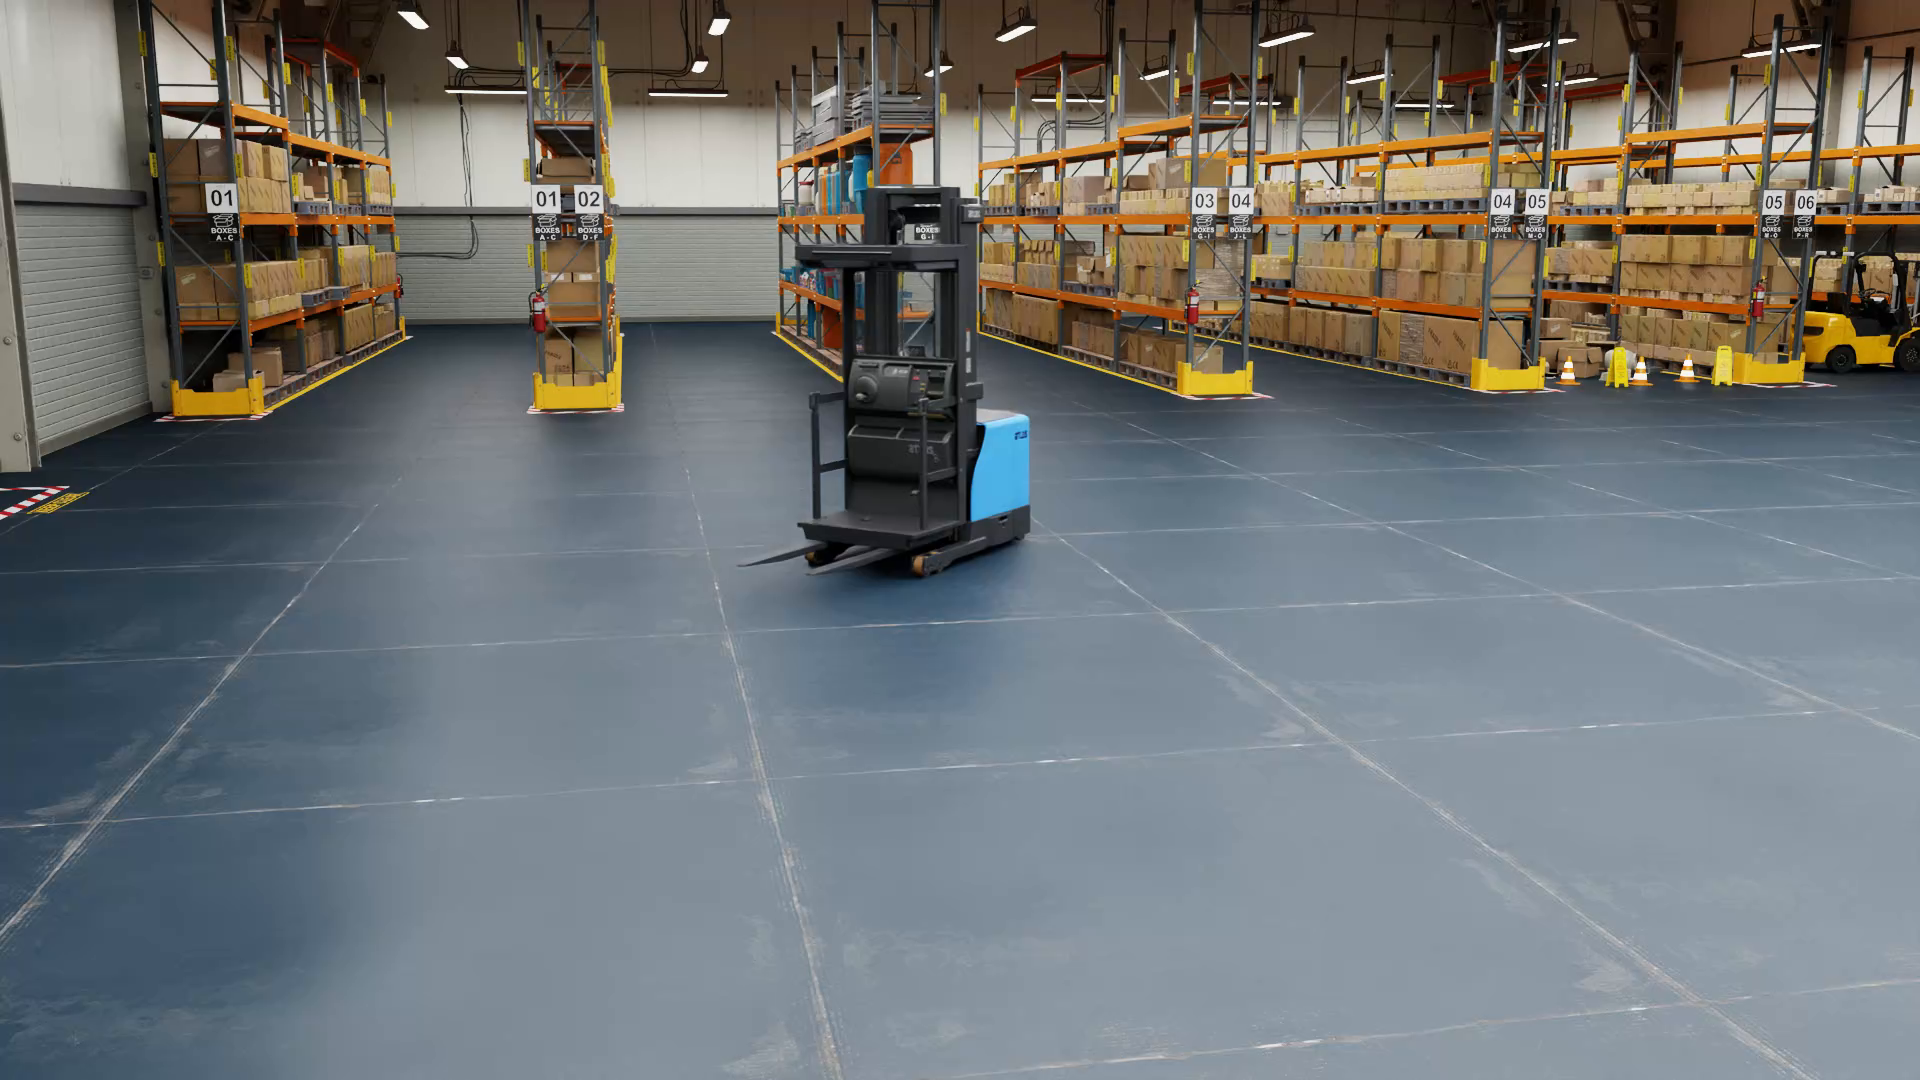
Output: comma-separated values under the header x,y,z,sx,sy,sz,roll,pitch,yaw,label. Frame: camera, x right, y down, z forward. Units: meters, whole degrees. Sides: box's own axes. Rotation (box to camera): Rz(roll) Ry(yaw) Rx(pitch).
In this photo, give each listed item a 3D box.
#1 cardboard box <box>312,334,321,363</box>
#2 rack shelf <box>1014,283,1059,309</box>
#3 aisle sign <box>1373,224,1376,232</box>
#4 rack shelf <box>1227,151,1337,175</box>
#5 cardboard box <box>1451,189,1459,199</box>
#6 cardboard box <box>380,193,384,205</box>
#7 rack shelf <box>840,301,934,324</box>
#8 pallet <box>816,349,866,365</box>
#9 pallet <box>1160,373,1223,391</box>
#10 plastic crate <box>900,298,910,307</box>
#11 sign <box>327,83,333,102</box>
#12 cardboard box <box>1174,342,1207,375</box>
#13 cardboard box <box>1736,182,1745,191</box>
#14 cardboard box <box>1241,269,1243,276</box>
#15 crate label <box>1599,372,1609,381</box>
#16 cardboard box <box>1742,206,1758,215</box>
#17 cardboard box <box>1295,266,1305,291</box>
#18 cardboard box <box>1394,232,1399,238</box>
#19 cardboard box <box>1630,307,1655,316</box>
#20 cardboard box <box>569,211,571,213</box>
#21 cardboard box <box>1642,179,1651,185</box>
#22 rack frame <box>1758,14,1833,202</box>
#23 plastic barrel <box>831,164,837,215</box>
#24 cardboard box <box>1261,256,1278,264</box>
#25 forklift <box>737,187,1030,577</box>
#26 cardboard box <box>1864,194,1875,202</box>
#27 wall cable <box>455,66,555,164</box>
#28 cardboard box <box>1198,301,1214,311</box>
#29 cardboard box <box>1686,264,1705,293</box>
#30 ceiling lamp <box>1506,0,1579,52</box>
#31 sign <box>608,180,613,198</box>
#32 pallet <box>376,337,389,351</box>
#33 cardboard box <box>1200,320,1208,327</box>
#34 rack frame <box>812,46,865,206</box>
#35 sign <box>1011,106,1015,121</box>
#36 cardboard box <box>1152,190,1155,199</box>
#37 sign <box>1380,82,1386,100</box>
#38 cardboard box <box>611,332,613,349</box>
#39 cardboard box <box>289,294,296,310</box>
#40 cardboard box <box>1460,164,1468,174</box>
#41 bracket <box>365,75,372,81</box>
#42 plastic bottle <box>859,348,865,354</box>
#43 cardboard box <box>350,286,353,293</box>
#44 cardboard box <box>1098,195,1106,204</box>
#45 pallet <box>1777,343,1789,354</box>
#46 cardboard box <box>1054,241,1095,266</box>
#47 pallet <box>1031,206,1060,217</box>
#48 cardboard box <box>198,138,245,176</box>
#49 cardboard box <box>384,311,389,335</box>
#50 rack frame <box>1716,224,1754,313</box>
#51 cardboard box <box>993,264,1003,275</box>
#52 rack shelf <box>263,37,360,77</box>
x,y,z,sx,sy,sz,roll,pitch,yaw,label
-11.766,-3.390,29.495,0.700,0.500,0.500,-2,11,-11,cardboard box
2.120,-5.275,35.812,1.077,0.370,4.000,-2,11,-11,rack shelf
10.963,-8.391,43.305,0.394,0.787,0.004,-2,11,-11,aisle sign
7.005,-8.187,36.139,1.077,0.370,4.000,-2,11,-11,rack shelf
8.405,-5.750,27.643,0.380,0.149,0.250,-2,11,-10,cardboard box
-13.012,-7.528,36.715,0.500,0.250,0.500,-2,11,-13,cardboard box
-1.183,-3.628,27.157,1.077,0.370,4.000,-2,11,-11,rack shelf
-2.237,-3.568,32.378,1.003,0.211,1.213,-2,11,-11,pallet
3.926,-2.589,27.232,1.003,0.211,1.213,-2,11,-11,pallet
-1.008,-3.930,27.525,0.530,0.136,0.437,-2,11,-11,plastic crate
-11.537,-8.187,30.436,0.100,0.325,0.005,-2,11,-11,sign
3.810,-2.996,27.478,0.500,0.500,0.500,1,11,4,cardboard box
13.417,-5.996,28.196,0.380,0.149,0.250,-2,11,-10,cardboard box
6.443,-5.962,37.044,0.380,0.149,0.250,-3,11,-14,cardboard box
11.200,-2.820,28.644,0.250,0.136,0.298,-9,14,-40,crate label
13.442,-5.560,28.036,0.380,0.149,0.250,-2,11,-11,cardboard box
7.216,-5.380,34.174,0.500,0.500,0.500,-2,11,-10,cardboard box
10.893,-7.496,40.882,0.380,0.149,0.250,-2,11,-12,cardboard box
12.823,-4.288,31.192,0.380,0.149,0.250,-2,11,-10,cardboard box
-7.327,-6.503,32.053,0.910,0.500,0.500,-2,11,-11,cardboard box
13.180,-6.953,32.622,0.500,0.250,0.500,-2,11,-12,cardboard box
13.785,-7.102,27.441,1.000,3.000,0.127,-2,11,-11,rack frame
-2.011,-6.273,29.768,0.600,0.901,0.600,0,11,0,plastic barrel
6.695,-6.015,35.733,0.380,0.149,0.250,-2,11,-9,cardboard box
-0.574,-1.254,12.947,1.130,2.935,3.031,6,12,29,forklift
17.665,-6.582,32.013,0.380,0.149,0.250,-2,11,-10,cardboard box
-11.719,-11.240,43.980,3.097,2.526,0.112,-2,11,-11,wall cable
3.807,-3.716,26.368,0.380,0.149,0.250,-2,11,-11,cardboard box
13.223,-4.623,29.402,0.500,0.500,0.500,-2,11,-11,cardboard box
10.891,-10.599,30.203,0.800,3.185,2.000,-2,11,-11,ceiling lamp
-6.663,-6.687,31.691,0.100,0.325,0.005,-2,11,-11,sign
-12.917,-4.227,35.841,1.003,0.211,1.213,-2,11,-11,pallet
6.004,-5.212,40.060,0.380,0.149,0.250,-2,11,-11,cardboard box
-2.350,-8.028,32.310,1.000,3.000,0.127,-2,11,-11,rack frame
1.181,-9.463,36.927,0.100,0.325,0.005,-2,11,-11,sign
3.422,-5.769,27.797,0.380,0.149,0.250,-2,11,-10,cardboard box
7.642,-8.113,30.043,0.100,0.325,0.005,-2,11,-11,sign
-6.461,-3.571,29.667,0.500,0.311,0.500,-2,11,-13,cardboard box
-10.811,-3.756,26.256,0.500,0.250,0.500,-2,11,-11,cardboard box
8.454,-6.096,27.327,0.380,0.149,0.250,-2,11,-10,cardboard box
-15.076,-11.783,42.409,0.076,0.066,3.189,-2,11,-11,bracket
-1.680,-3.105,28.394,0.144,0.351,0.185,-2,11,-11,plastic bottle
-12.213,-4.957,32.838,0.380,0.149,0.250,-2,11,-11,cardboard box
2.824,-6.433,31.453,0.380,0.166,0.250,-2,11,-13,cardboard box
17.453,-4.058,34.950,1.003,0.211,1.213,-2,11,-11,pallet
2.382,-5.938,34.422,0.797,0.503,0.637,-2,11,-9,cardboard box
2.111,-6.963,35.242,1.003,0.211,1.213,-2,11,-8,pallet
-10.348,-5.357,23.302,0.500,0.500,0.500,-3,11,-15,cardboard box
-13.193,-4.858,37.260,0.700,0.500,0.500,-2,11,-13,cardboard box
17.098,-5.803,36.663,1.000,3.000,0.127,-2,11,-11,rack frame
1.090,-6.420,39.512,0.500,0.250,0.500,-2,11,-12,cardboard box
-12.457,-9.314,32.101,1.077,0.370,4.000,-2,11,-11,rack shelf
